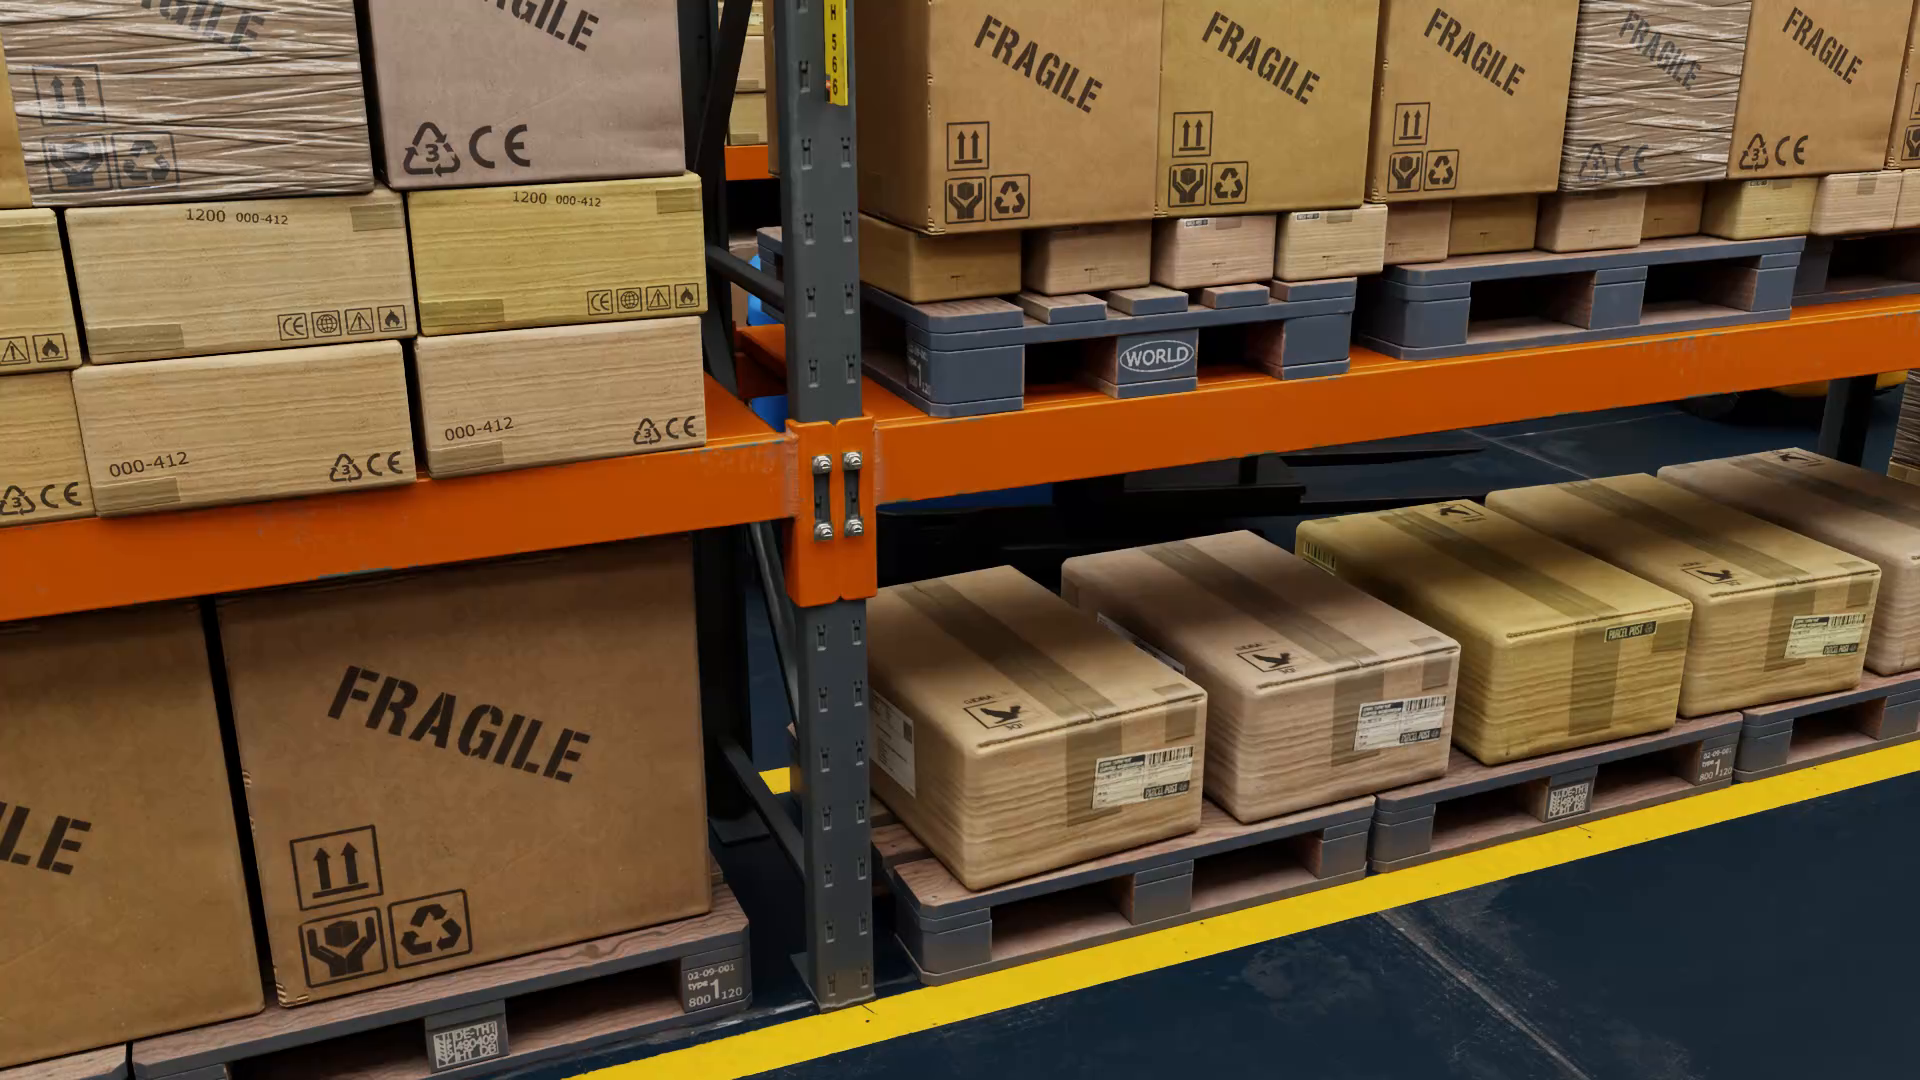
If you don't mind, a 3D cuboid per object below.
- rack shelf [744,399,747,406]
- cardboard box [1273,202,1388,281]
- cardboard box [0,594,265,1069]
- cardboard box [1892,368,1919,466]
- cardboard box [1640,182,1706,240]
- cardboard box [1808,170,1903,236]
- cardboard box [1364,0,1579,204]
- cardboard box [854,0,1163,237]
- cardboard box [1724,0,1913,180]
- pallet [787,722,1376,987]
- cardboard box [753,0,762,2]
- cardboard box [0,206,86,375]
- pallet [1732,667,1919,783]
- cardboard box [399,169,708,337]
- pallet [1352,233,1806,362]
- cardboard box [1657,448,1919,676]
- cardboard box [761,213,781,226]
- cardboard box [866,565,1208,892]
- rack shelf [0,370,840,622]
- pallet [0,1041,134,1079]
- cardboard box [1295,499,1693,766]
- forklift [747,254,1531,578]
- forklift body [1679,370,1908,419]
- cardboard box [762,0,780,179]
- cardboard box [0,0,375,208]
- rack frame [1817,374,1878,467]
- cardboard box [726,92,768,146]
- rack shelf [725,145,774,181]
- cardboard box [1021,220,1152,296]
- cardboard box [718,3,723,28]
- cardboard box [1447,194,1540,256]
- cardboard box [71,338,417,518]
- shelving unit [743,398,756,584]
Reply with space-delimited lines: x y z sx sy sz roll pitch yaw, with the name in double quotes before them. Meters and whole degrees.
"rack shelf" -0.876 -0.517 5.922 0.200 0.077 0.258 -5 20 -14
"cardboard box" 0.735 -0.691 3.715 0.250 0.149 0.380 -8 21 -22
"cardboard box" -1.928 0.439 3.327 0.875 0.875 0.875 -8 21 -21
"cardboard box" 3.669 -0.488 5.769 0.500 0.500 0.500 -8 21 -23
"cardboard box" 1.644 -0.868 4.216 0.250 0.149 0.380 -9 21 -24
"cardboard box" 2.165 -0.892 4.285 0.250 0.149 0.380 -8 21 -21
"cardboard box" 1.025 -1.064 3.796 0.500 0.500 0.500 -8 21 -21
"cardboard box" 0.064 -0.921 3.391 0.500 0.500 0.500 -9 21 -23
"cardboard box" 1.968 -1.196 4.173 0.500 0.500 0.500 -7 21 -20
"pallet" 0.278 0.666 4.313 1.213 0.211 1.003 -8 21 -22
"cardboard box" -1.069 -2.724 8.616 0.250 0.149 0.380 -9 21 -23
"cardboard box" -1.716 -0.429 2.696 0.500 0.250 0.500 -9 21 -23
"pallet" 2.518 0.345 5.225 1.213 0.211 1.003 -8 21 -22
"cardboard box" -0.785 -0.571 3.100 0.500 0.250 0.500 -8 21 -22
"pallet" 1.361 -0.729 4.366 1.213 0.211 1.003 -8 21 -22
"cardboard box" 2.752 0.038 5.222 0.625 0.372 0.950 -8 21 -21
"cardboard box" -0.617 -1.393 8.905 0.625 0.625 0.875 -9 21 -24
"cardboard box" 0.082 0.423 4.128 0.625 0.372 0.950 -10 22 -26
"rack shelf" -2.277 0.055 2.931 4.000 0.370 1.077 -8 21 -22
"pallet" -2.313 1.008 3.341 1.213 0.211 1.003 -8 21 -22
"cardboard box" 1.455 0.226 4.689 0.625 0.372 0.950 -7 21 -20
"forklift" 0.722 -1.403 6.095 3.031 2.935 1.130 -2 20 -6
"forklift body" 3.917 -1.906 8.698 1.214 2.155 2.313 -8 21 -22
"cardboard box" -0.133 -1.077 3.834 0.500 0.500 0.500 -9 21 -23
"cardboard box" -1.280 -0.848 2.758 0.500 0.500 0.500 -8 21 -21
"rack frame" 3.232 -1.073 5.054 0.127 3.000 1.000 -8 21 -22
"cardboard box" -0.972 -2.108 8.218 0.500 0.250 0.500 -9 21 -24
"rack shelf" -0.574 -1.984 8.723 4.000 0.370 1.077 -8 21 -22
"cardboard box" 0.204 -0.640 3.568 0.250 0.149 0.380 -10 22 -25
"cardboard box" -1.295 -2.481 7.924 0.250 0.149 0.380 -8 21 -21
"cardboard box" 1.169 -0.796 4.012 0.250 0.149 0.380 -7 21 -20
"cardboard box" -1.265 -0.259 2.966 0.500 0.250 0.500 -8 21 -21
"shelving unit" -0.877 -0.294 6.000 0.210 0.900 0.258 -5 20 -14
